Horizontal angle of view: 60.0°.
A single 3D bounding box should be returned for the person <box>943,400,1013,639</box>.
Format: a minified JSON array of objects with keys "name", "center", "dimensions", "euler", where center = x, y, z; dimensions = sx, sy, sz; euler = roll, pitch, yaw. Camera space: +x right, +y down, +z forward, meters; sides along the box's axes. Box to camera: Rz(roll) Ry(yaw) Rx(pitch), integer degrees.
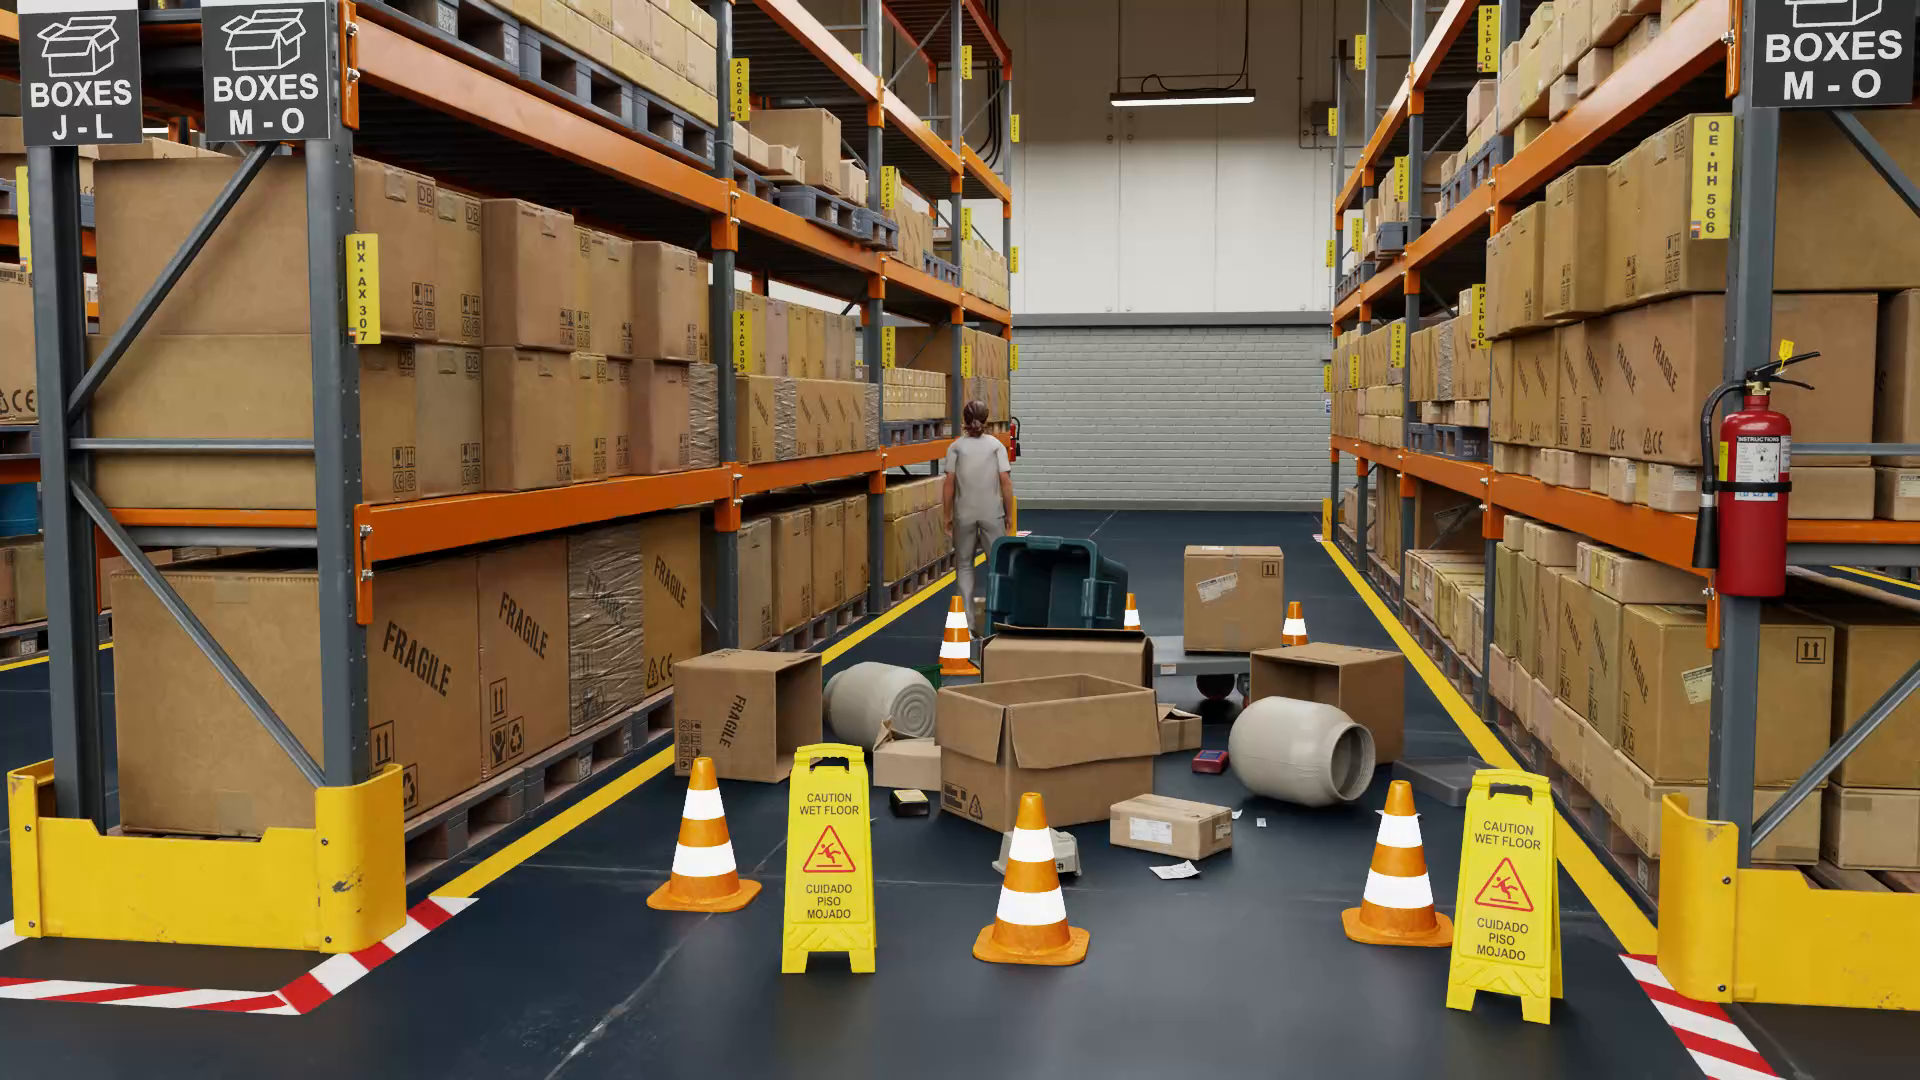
[{"name":"person","center":[0.138,-0.137,11.596],"dimensions":[0.514,1.671,0.362],"euler":[0,5,4]}]
